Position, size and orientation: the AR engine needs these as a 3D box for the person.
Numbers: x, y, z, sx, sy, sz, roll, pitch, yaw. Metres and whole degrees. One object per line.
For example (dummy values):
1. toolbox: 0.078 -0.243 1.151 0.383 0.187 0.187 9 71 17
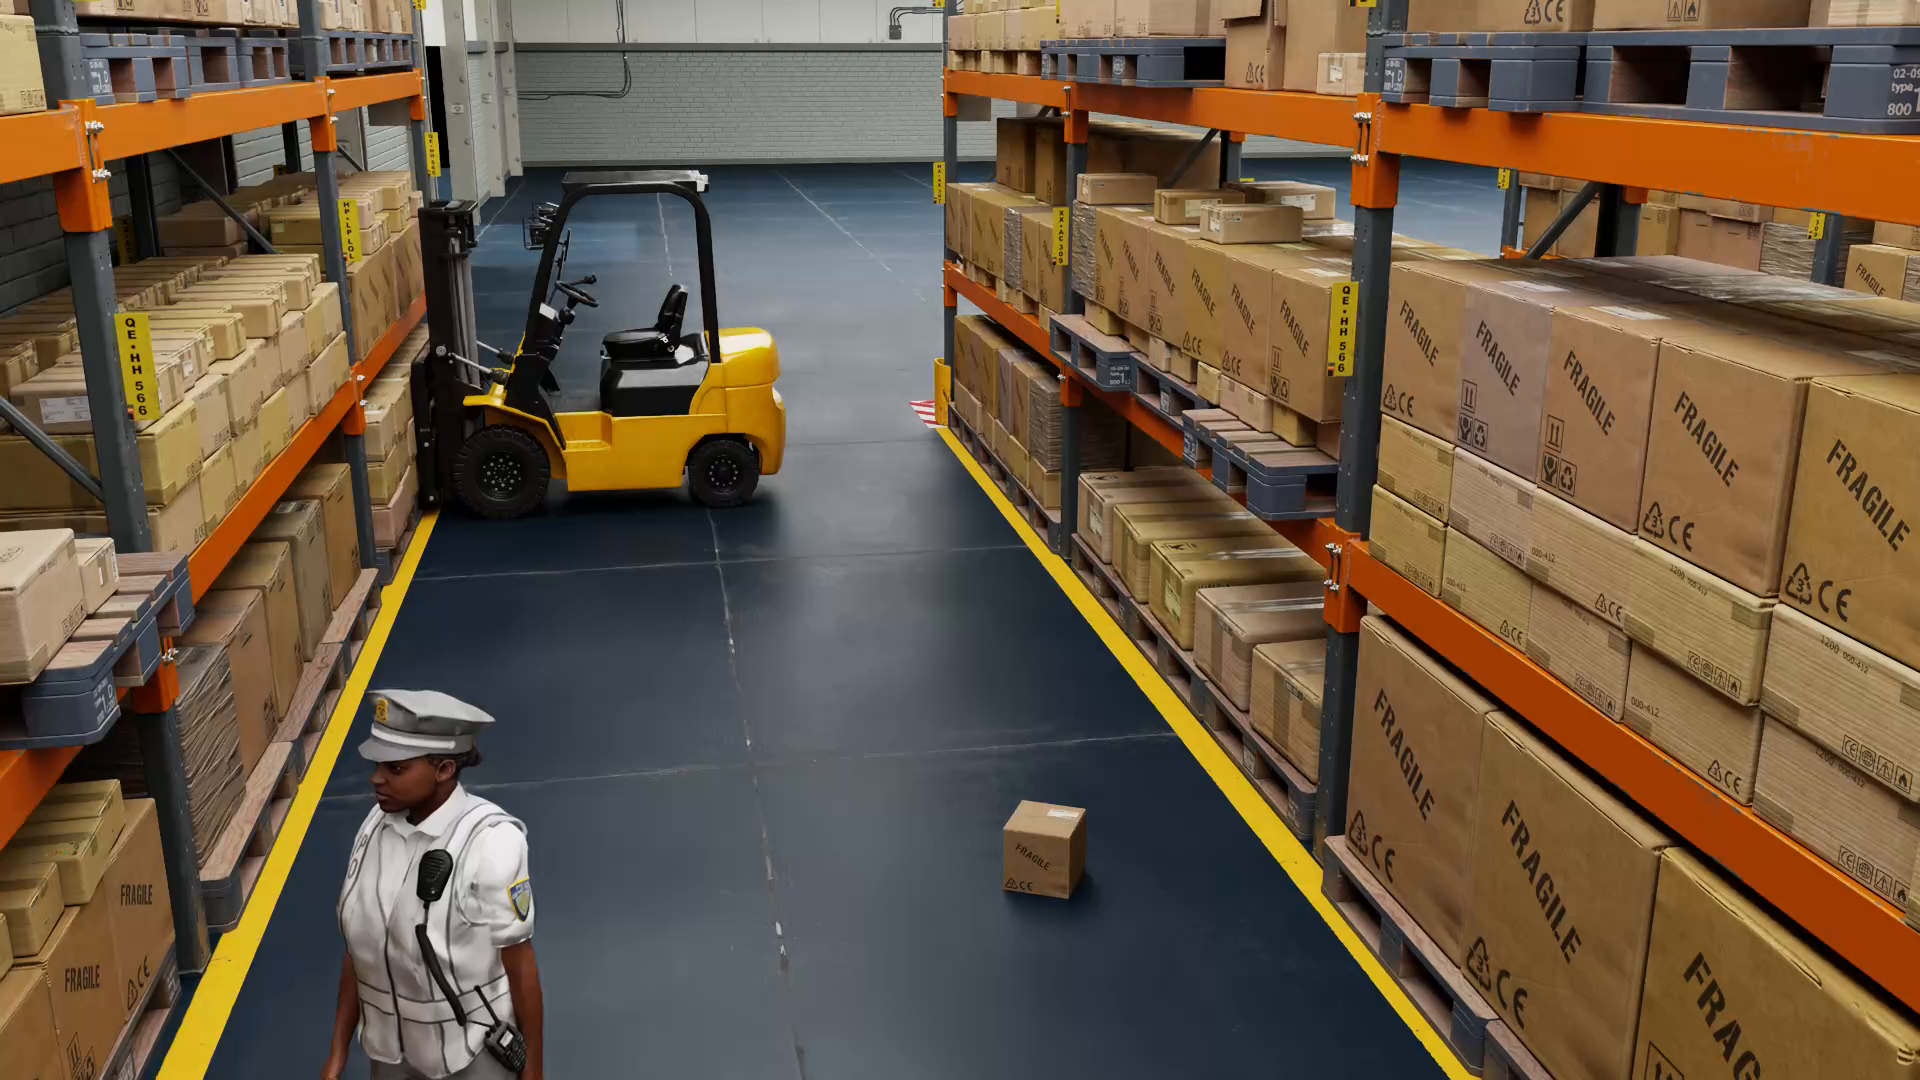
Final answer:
1. person: -1.130 1.149 3.602 0.499 1.746 0.412 8 18 24
